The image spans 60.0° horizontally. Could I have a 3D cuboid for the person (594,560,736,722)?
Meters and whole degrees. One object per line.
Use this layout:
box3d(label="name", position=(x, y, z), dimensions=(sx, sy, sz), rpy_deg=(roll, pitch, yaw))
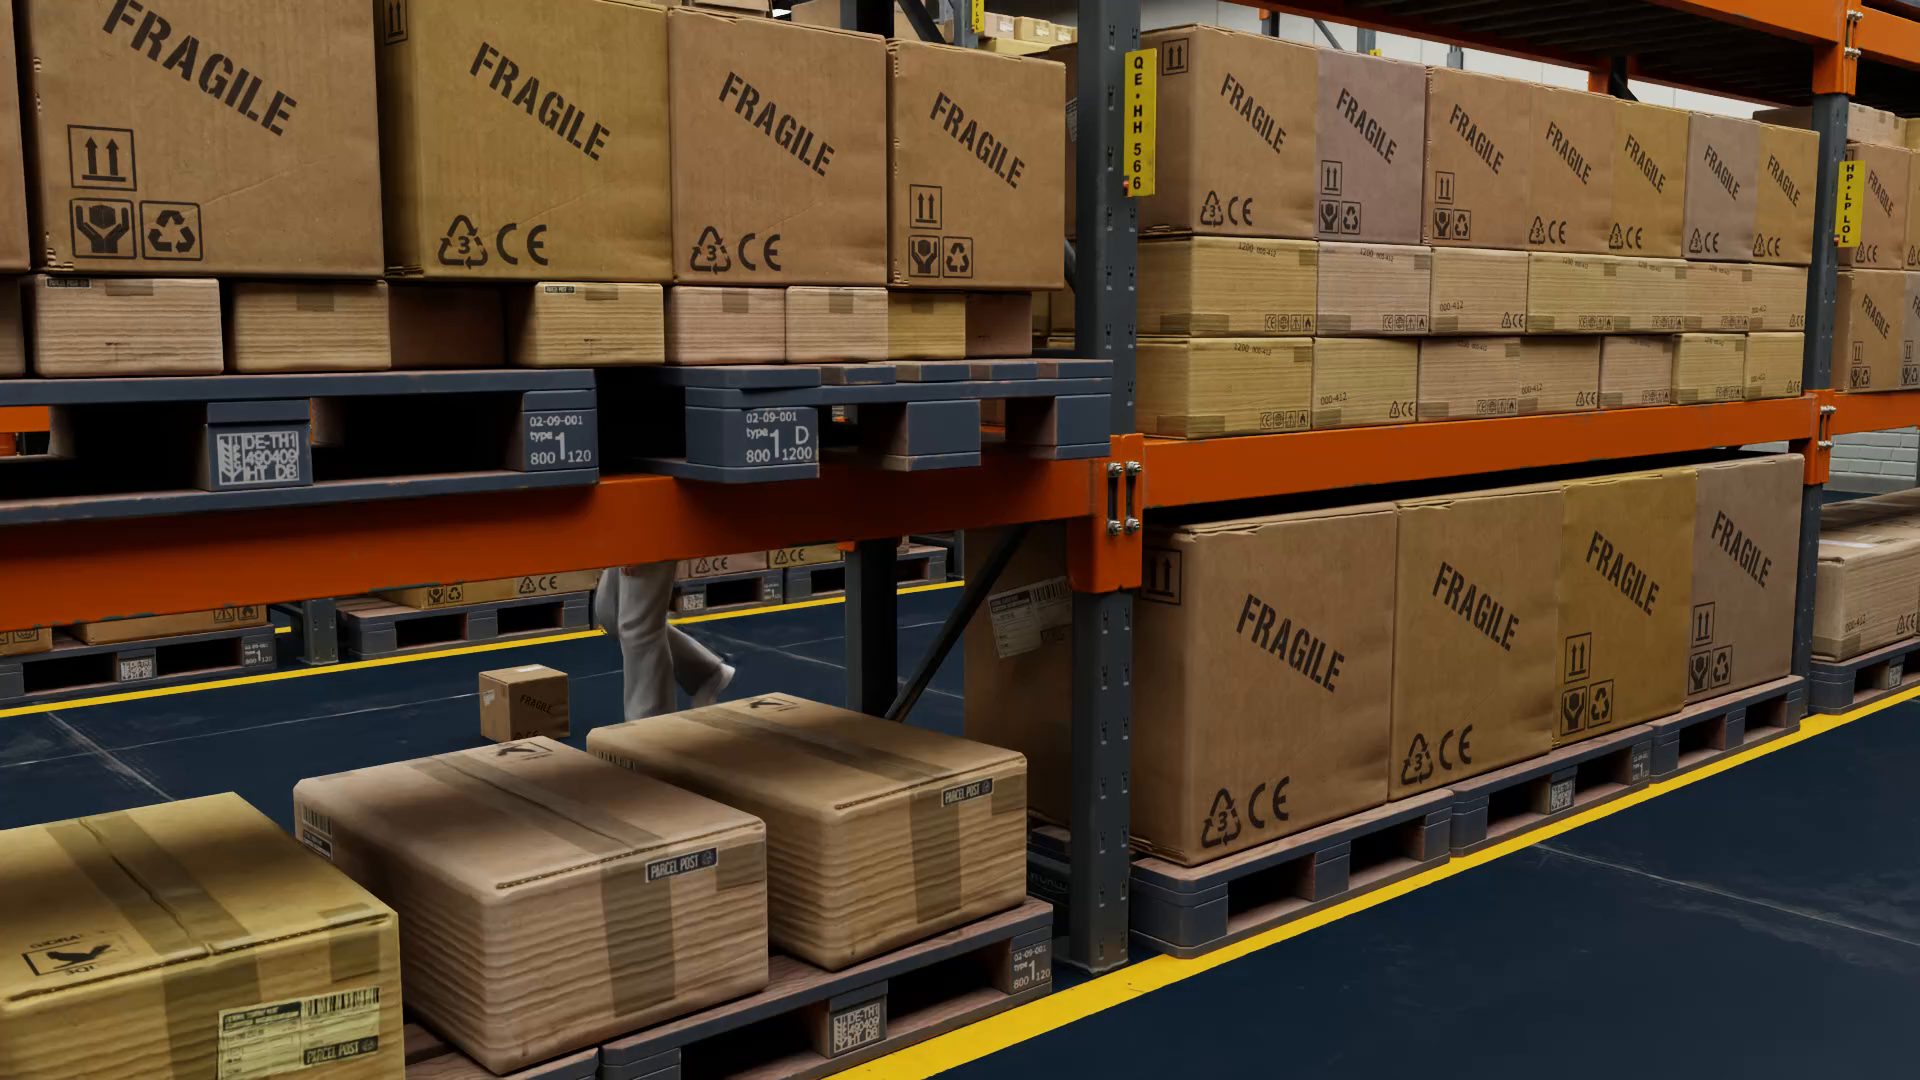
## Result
box3d(label="person", position=(-1.076, -0.033, 5.970), dimensions=(0.524, 1.649, 0.452), rpy_deg=(-1, 8, -8))
